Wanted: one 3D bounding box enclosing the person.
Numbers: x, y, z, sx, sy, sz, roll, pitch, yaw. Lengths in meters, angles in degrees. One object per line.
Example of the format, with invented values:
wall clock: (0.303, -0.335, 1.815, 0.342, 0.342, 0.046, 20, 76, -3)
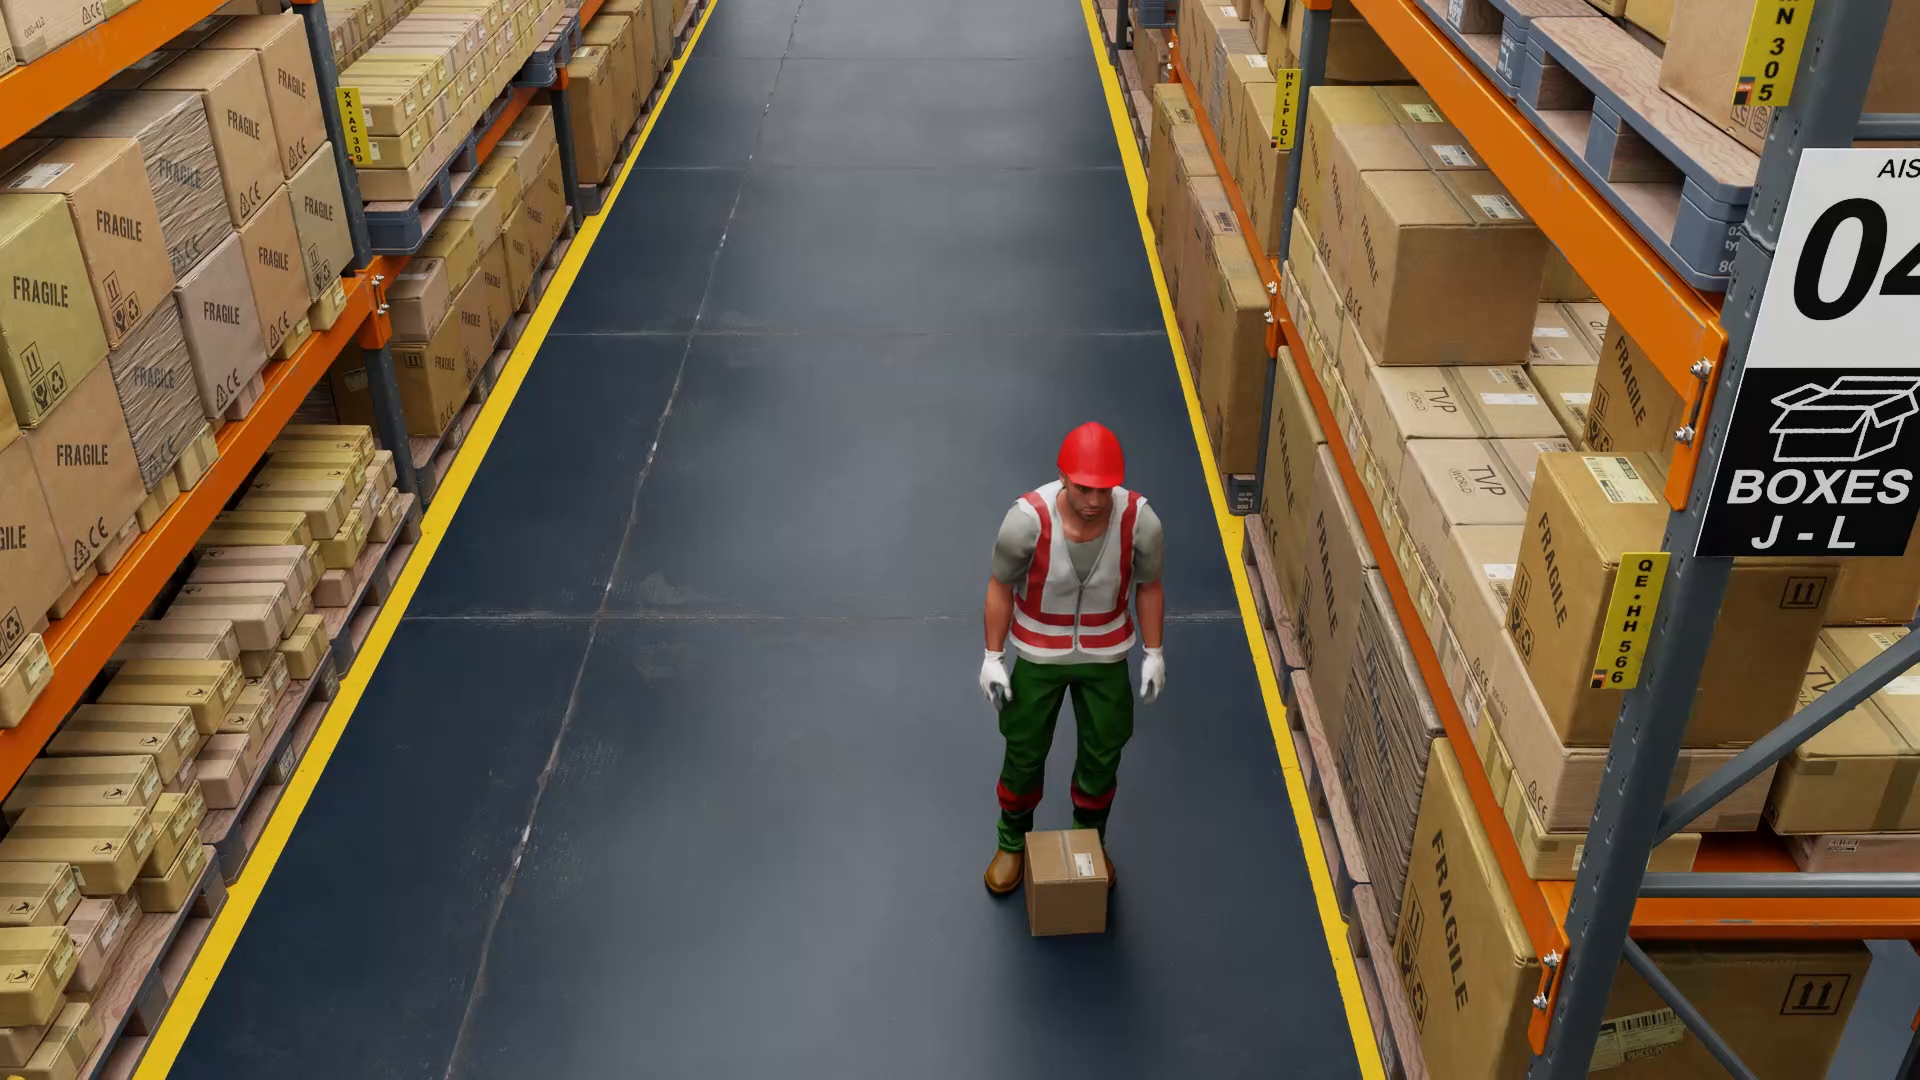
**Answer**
person: (3.618, -2.470, 10.189, 7.632, 1.780, 11.173, -1, 31, -2)
